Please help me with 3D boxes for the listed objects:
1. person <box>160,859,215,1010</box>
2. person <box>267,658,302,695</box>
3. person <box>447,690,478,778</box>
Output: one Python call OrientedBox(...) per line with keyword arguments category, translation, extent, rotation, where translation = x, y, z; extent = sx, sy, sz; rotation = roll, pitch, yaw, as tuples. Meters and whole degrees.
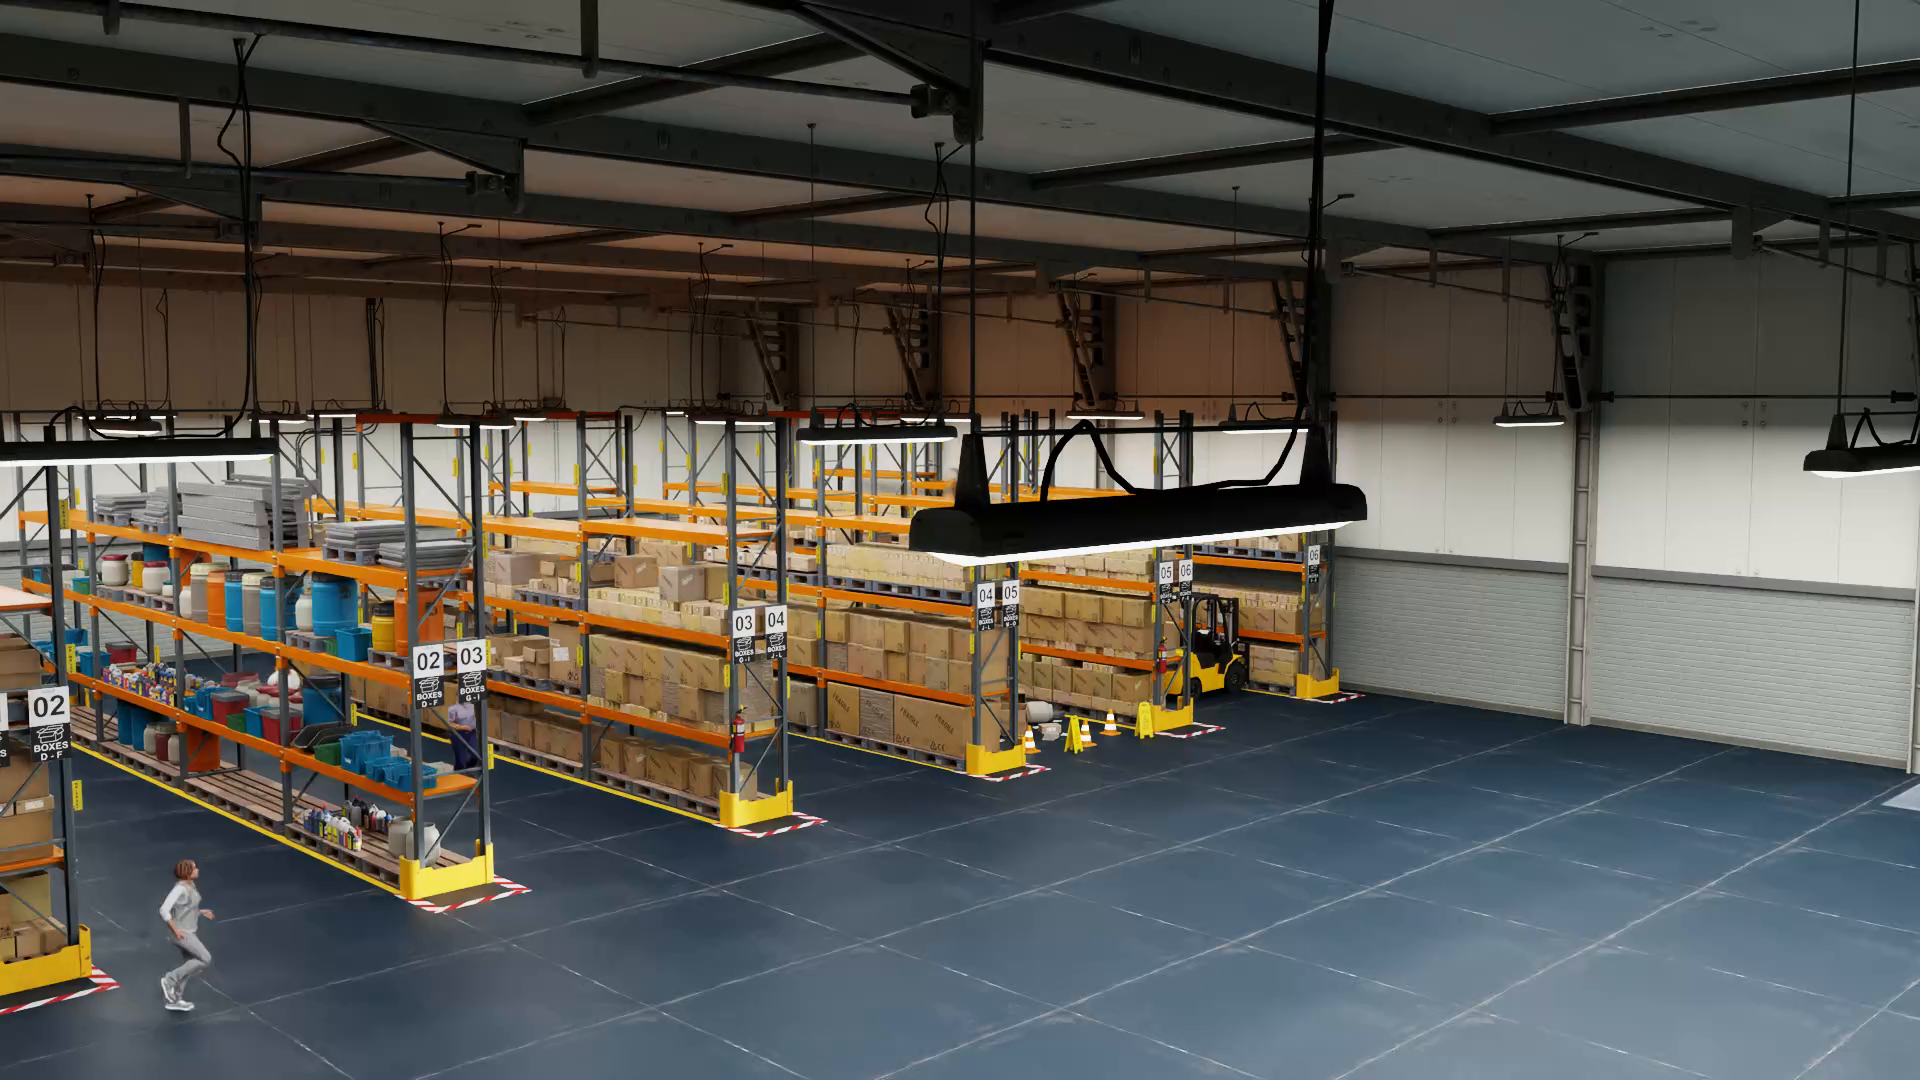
OrientedBox(category="person", translation=(-7.982, 4.067, 17.180), extent=(0.513, 1.557, 0.545), rotation=(-2, 5, -18))
OrientedBox(category="person", translation=(-11.996, 2.909, 29.624), extent=(0.588, 1.720, 0.703), rotation=(4, 6, 36))
OrientedBox(category="person", translation=(-7.982, 3.192, 26.873), extent=(0.591, 1.609, 0.577), rotation=(-5, 7, -44))
